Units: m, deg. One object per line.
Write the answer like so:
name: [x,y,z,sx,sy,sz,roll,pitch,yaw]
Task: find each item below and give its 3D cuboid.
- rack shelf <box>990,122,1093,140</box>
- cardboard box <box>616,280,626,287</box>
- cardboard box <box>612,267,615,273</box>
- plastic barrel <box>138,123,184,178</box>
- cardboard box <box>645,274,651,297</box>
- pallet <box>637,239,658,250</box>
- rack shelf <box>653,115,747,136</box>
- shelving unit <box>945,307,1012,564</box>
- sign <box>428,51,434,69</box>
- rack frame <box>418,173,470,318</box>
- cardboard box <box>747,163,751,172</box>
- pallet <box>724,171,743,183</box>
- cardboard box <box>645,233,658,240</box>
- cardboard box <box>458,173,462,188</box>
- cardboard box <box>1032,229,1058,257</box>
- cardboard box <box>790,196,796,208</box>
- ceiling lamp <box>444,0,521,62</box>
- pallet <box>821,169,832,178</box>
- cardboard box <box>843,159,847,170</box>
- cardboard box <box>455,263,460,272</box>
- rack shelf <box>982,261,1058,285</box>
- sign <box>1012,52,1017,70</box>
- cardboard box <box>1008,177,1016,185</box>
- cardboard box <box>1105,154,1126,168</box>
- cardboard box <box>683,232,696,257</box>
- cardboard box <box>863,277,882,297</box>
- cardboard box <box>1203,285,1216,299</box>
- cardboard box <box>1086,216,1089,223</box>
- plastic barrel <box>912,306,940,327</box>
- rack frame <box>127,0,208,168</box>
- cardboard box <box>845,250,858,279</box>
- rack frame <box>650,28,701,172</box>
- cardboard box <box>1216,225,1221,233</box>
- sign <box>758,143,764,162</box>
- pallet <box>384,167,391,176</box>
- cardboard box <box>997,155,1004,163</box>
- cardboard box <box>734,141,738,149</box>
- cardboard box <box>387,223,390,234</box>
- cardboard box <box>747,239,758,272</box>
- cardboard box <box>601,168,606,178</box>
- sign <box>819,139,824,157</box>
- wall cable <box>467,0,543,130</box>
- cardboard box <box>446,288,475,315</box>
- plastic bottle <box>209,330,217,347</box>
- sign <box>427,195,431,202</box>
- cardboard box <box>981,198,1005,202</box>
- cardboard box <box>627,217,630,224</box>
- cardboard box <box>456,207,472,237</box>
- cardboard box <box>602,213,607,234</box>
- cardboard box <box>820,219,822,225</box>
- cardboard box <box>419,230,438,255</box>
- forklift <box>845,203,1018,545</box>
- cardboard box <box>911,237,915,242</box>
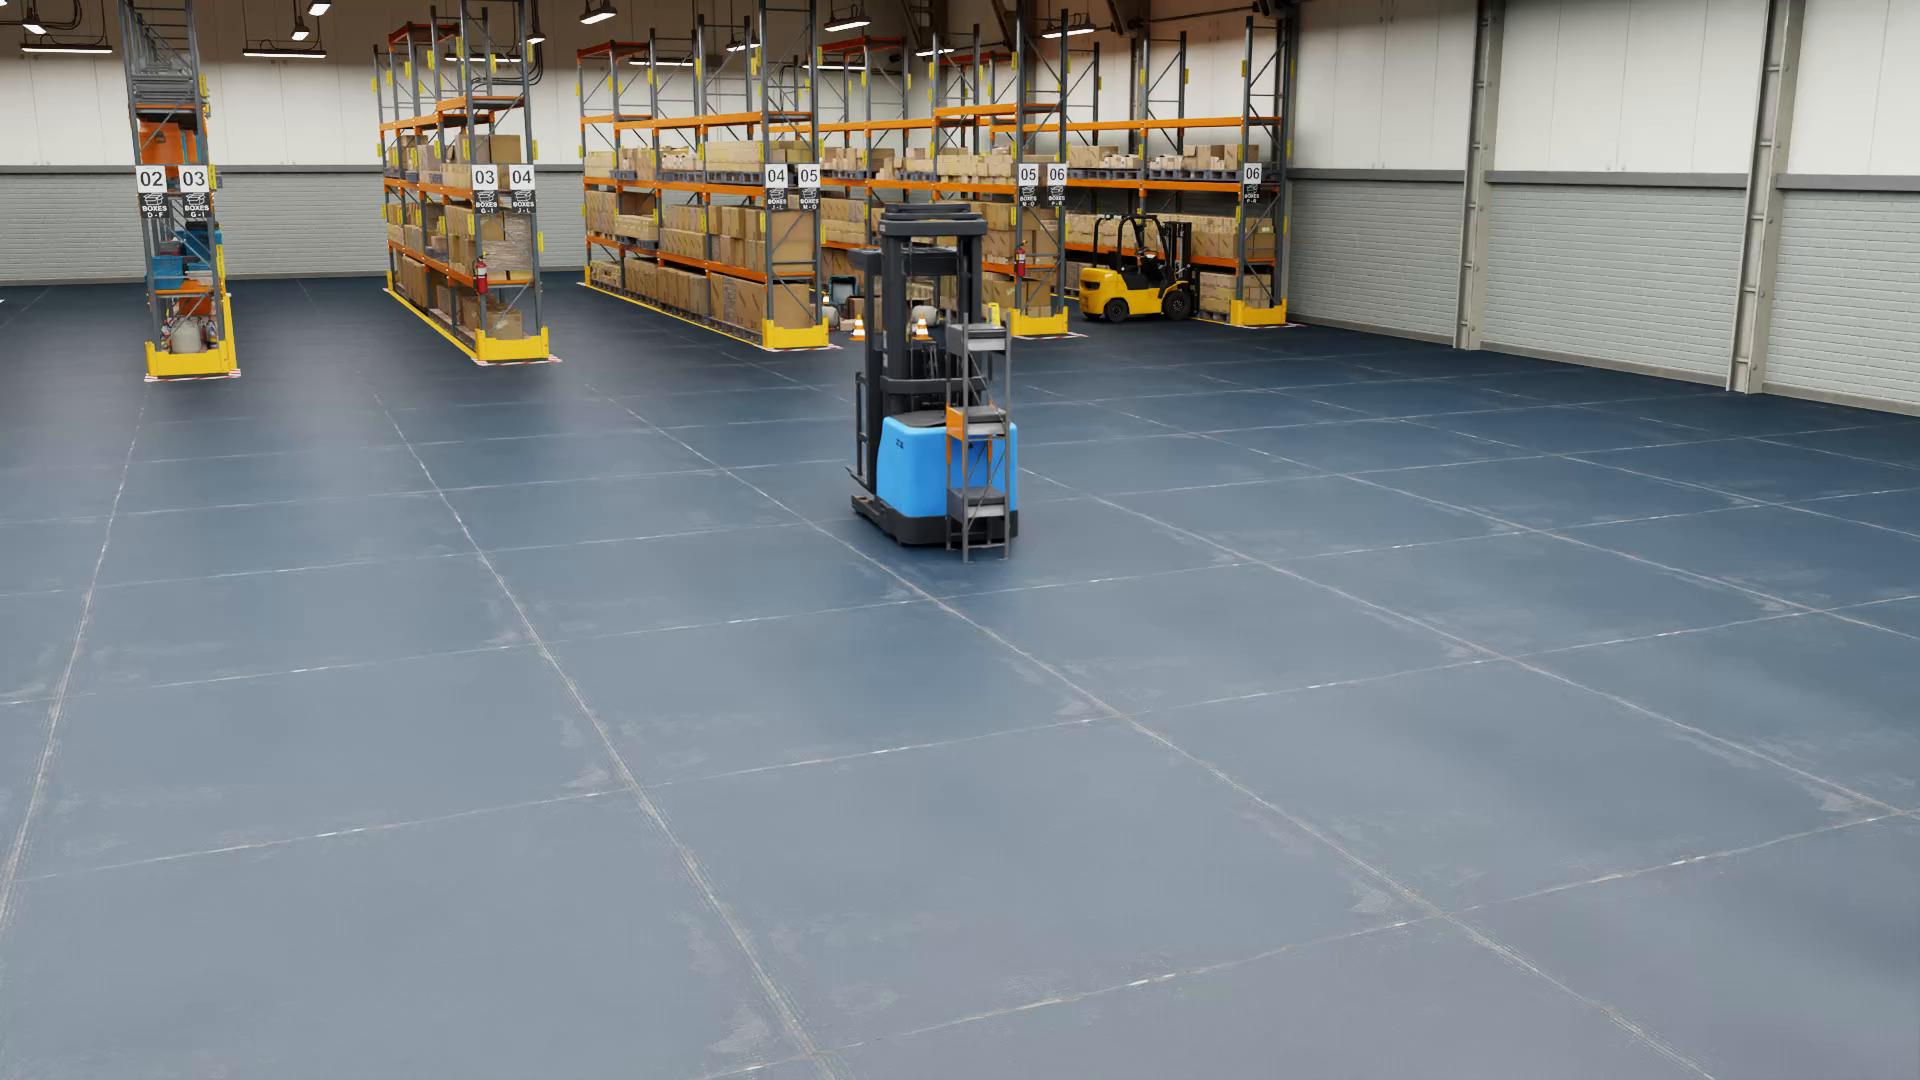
rack shelf: [2.067,-10.325,42.005,1.077,0.370,4.000,-6,14,-23]
cardboard box: [-8.245,-6.309,40.869,0.380,0.149,0.250,-5,14,-22]
cardboard box: [-8.402,-6.699,41.233,0.380,0.149,0.250,-6,14,-23]
plastic barrel: [-12.404,-6.054,25.838,0.600,0.830,0.708,-6,14,-23]
cardboard box: [-6.882,-5.824,37.992,0.500,0.500,0.500,-5,14,-21]
pallet: [-6.557,-6.661,37.423,1.213,0.211,1.003,-6,14,-23]
rack shelf: [-5.373,-8.581,34.472,1.077,0.370,4.000,-6,14,-23]
shelving unit: [0.150,-0.888,14.049,0.431,2.100,0.503,-4,14,-17]
sign: [-9.663,-8.767,30.370,0.100,0.325,0.005,-6,14,-23]
rack frame: [-10.759,-6.190,34.962,1.000,3.000,0.127,-6,14,-23]
cardboard box: [-3.617,-6.700,29.916,0.380,0.149,0.250,-5,14,-22]
pallet: [-3.769,-6.787,31.087,1.003,0.211,1.213,-6,14,-23]
cardboard box: [-6.793,-6.760,37.049,0.380,0.149,0.250,-5,14,-22]
cardboard box: [-8.380,-6.211,28.736,0.500,0.250,0.500,-5,14,-22]
cardboard box: [1.590,-5.749,32.174,0.500,0.500,0.500,-6,14,-24]
cardboard box: [-4.131,-8.730,43.496,0.500,0.500,0.500,-5,14,-22]
ceiling lamp: [-12.716,-14.393,44.154,2.000,3.185,0.800,-6,14,-23]
pallet: [-2.869,-9.094,41.284,0.805,0.209,1.217,-6,14,-25]
cardboard box: [-2.551,-8.938,39.552,0.396,0.266,0.258,-6,14,-24]
cardboard box: [-8.961,-4.961,30.211,0.380,0.149,0.250,-6,14,-23]
rack shelf: [0.725,-5.495,33.554,1.077,0.370,4.000,-6,14,-23]
sign: [1.009,-8.841,30.690,0.100,0.325,0.005,-6,14,-23]
cardboard box: [1.127,-6.820,31.587,0.380,0.149,0.250,-6,14,-23]
cardboard box: [3.649,-8.665,38.048,0.500,0.311,0.500,-6,14,-25]
cardboard box: [-5.430,-6.132,34.489,0.500,0.500,0.500,-5,14,-22]
cardboard box: [-1.695,-5.243,34.734,0.500,0.500,0.500,-6,14,-23]
cardboard box: [5.400,-5.167,34.599,0.500,0.250,0.500,-6,14,-24]
cardboard box: [3.204,-7.598,39.388,0.380,0.149,0.250,-5,14,-22]
plastic barrel: [-0.689,-4.467,33.231,0.512,0.421,0.421,4,14,16]
rack frame: [-13.695,-7.839,28.782,1.000,3.000,0.127,-6,14,-23]
cardboard box: [-2.233,-6.589,40.468,0.875,0.875,0.875,-5,14,-22]
rack frame: [-6.174,-9.540,36.131,1.000,3.000,0.127,-6,14,-23]
cardboard box: [5.499,-6.402,34.216,0.380,0.149,0.250,-5,14,-22]
sign: [-3.472,-6.772,29.037,0.100,0.325,0.005,-6,14,-23]
pallet: [-13.657,-9.108,41.117,1.003,0.211,1.213,-6,14,-23]
cardboard box: [0.933,-7.311,31.941,0.380,0.149,0.250,-6,14,-24]
cardboard box: [-3.924,-7.247,30.511,0.380,0.149,0.250,-6,14,-24]
cardboard box: [-14.019,-7.791,41.553,0.500,0.250,0.500,-6,14,-24]
cardboard box: [-3.400,-5.221,30.445,0.875,0.550,0.550,-6,14,-23]
cardboard box: [-8.613,-9.118,41.293,0.500,0.250,0.500,-6,14,-24]
sign: [-2.458,-6.939,29.431,0.100,0.325,0.005,-6,14,-23]
wall cable: [-13.071,-13.812,47.457,2.277,5.999,0.120,-6,14,-23]
cardboard box: [-10.005,-4.820,33.610,0.700,0.500,0.500,-4,14,-18]
plastic bottle: [-12.533,-3.377,27.886,0.097,0.271,0.097,0,13,0]
sign: [-13.461,-8.568,42.145,0.100,0.325,0.005,-6,14,-23]
cardboard box: [0.913,-9.129,45.672,0.500,0.500,0.500,-6,14,-25]
cardboard box: [-7.521,-7.425,38.607,0.380,0.149,0.250,-5,14,-21]
cardboard box: [-8.597,-5.619,29.398,0.500,0.500,0.500,-6,14,-23]
cardboard box: [-8.634,-7.922,41.563,0.500,0.500,0.500,-6,14,-23]
cardboard box: [-3.363,-7.965,41.858,0.500,0.250,0.500,-6,14,-25]
cardboard box: [-11.184,-6.318,35.294,0.500,0.500,0.500,-5,14,-21]
forklift: [-0.410,-1.674,15.602,1.130,2.935,3.031,-4,14,-17]
cardboard box: [-0.866,-6.580,36.276,0.380,0.149,0.250,-5,14,-22]
